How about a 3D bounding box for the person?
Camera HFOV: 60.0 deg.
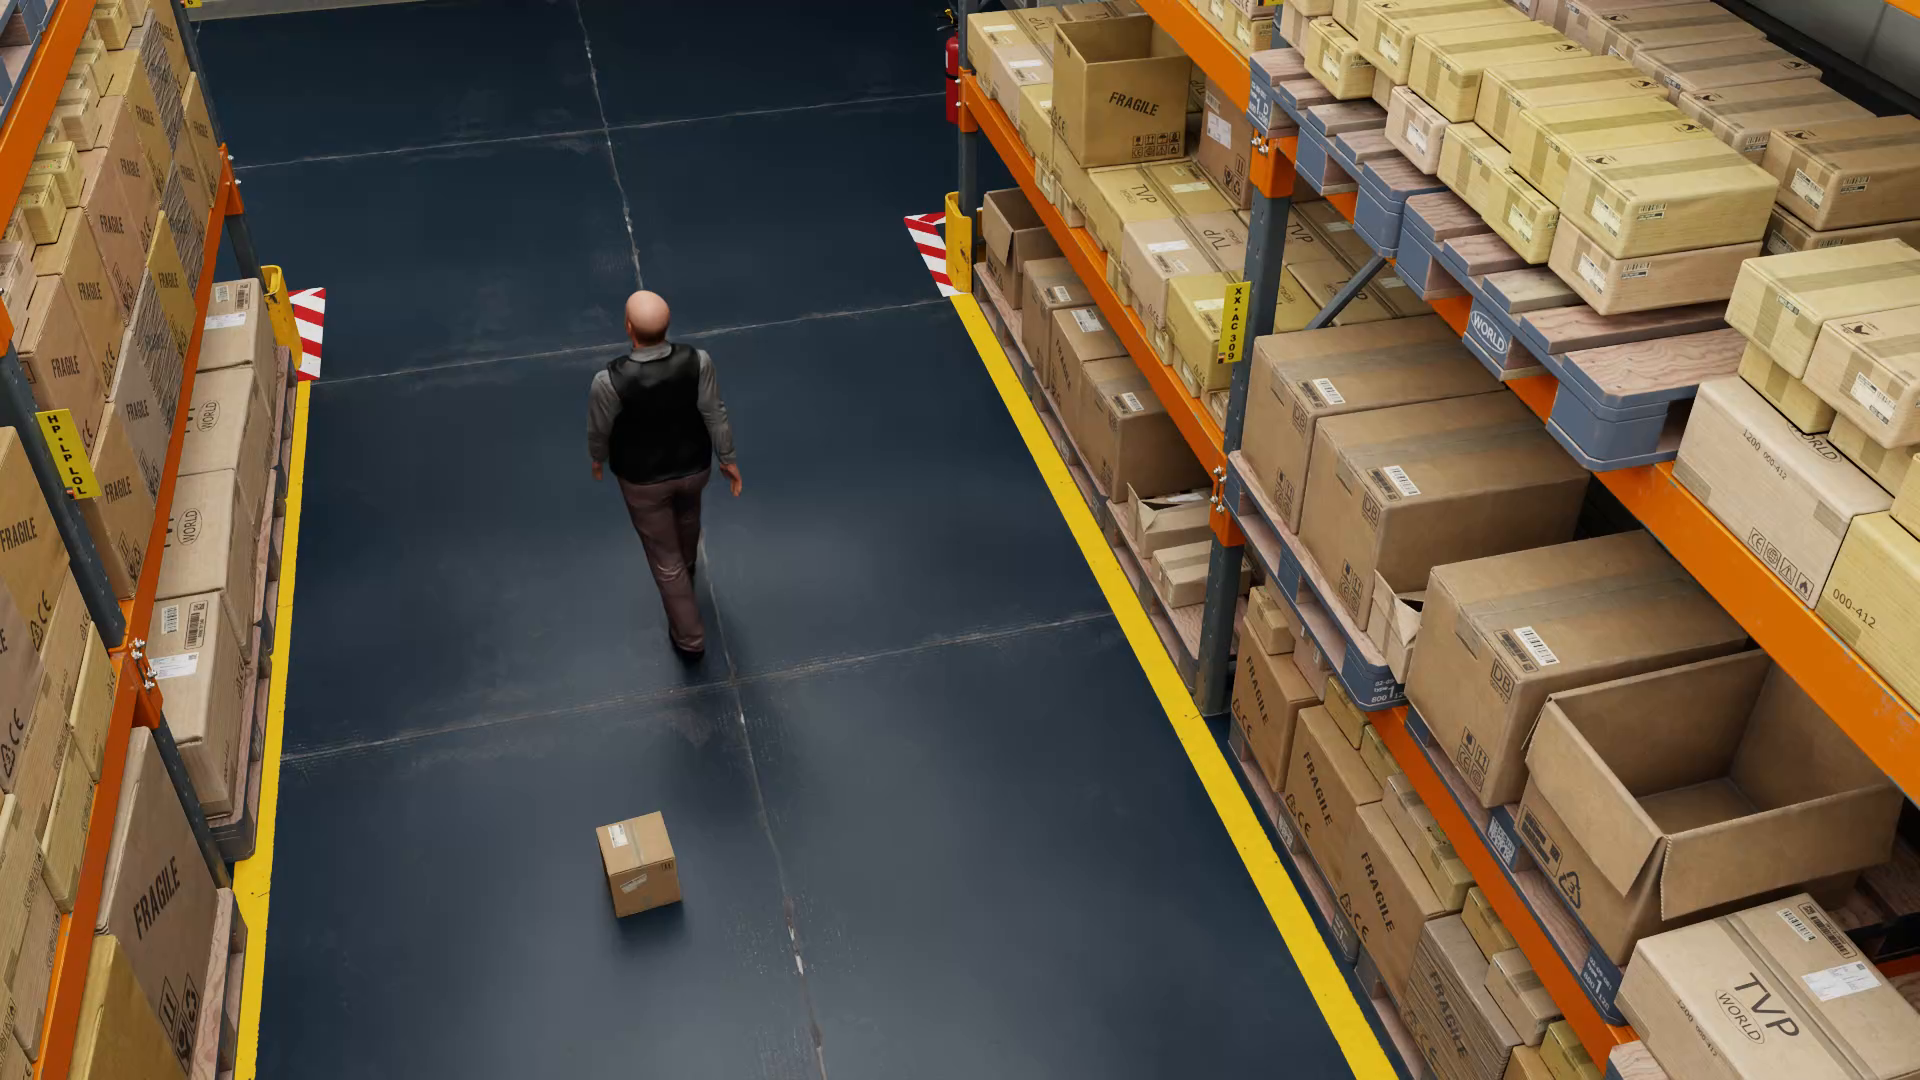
[{"bbox_3d":[-1.306,-0.343,7.173,0.580,1.722,0.865,-20,42,-24],"label":"person"}]
